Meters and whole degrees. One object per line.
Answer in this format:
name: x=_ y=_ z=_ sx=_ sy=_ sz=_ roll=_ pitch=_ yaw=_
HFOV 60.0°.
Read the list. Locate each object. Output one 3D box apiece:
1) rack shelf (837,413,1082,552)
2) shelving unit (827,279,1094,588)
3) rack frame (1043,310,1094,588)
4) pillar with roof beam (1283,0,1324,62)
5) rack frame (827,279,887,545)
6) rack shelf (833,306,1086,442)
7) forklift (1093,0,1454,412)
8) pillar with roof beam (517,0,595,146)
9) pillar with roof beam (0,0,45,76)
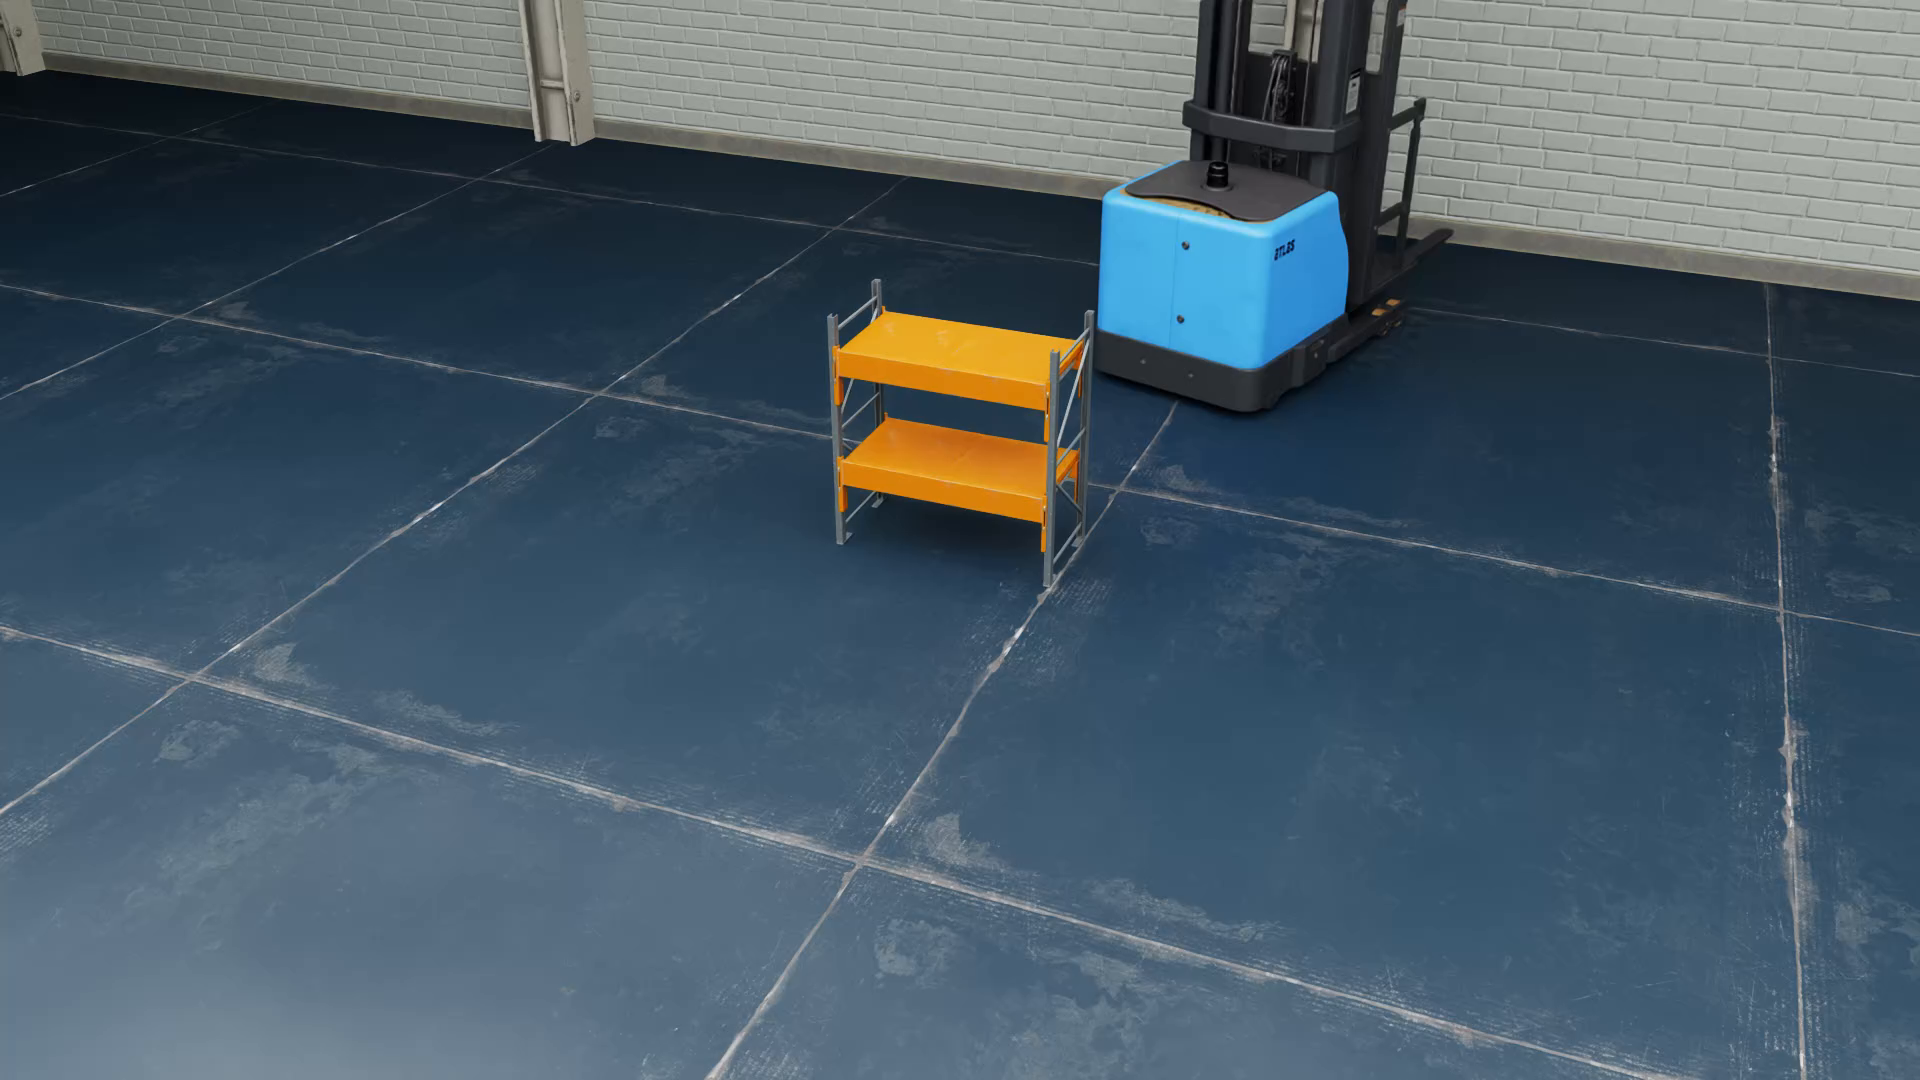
rack shelf: x=0.006 y=-0.276 z=7.591 sx=1.000 sy=0.278 sz=0.538 roll=11 pitch=31 yaw=19
shelving unit: x=0.006 y=-0.488 z=7.471 sx=1.048 sy=1.125 sz=0.538 roll=11 pitch=31 yaw=19
rack frame: x=0.477 y=-0.394 z=7.305 sx=0.032 sy=1.125 sz=0.500 roll=11 pitch=31 yaw=19
pillar with roof beam: x=0.737 y=-4.111 z=5.878 sx=0.400 sy=9.000 sz=9.100 roll=11 pitch=31 yaw=19
rack frame: x=-0.465 y=-0.582 z=7.637 sx=0.032 sy=1.125 sz=0.500 roll=11 pitch=31 yaw=19
rack shelf: x=0.006 y=-0.743 z=7.327 sx=1.000 sy=0.278 sz=0.538 roll=11 pitch=31 yaw=19
forklift: x=2.042 y=-2.617 z=9.401 sx=1.130 sy=2.935 sz=3.031 roll=21 pitch=36 yaw=32
pillar with roof beam: x=-4.822 y=-5.221 z=7.842 sx=0.400 sy=9.000 sz=9.100 roll=11 pitch=31 yaw=19
pillar with roof beam: x=-10.382 y=-6.331 z=9.806 sx=0.400 sy=9.000 sz=9.100 roll=11 pitch=31 yaw=19
